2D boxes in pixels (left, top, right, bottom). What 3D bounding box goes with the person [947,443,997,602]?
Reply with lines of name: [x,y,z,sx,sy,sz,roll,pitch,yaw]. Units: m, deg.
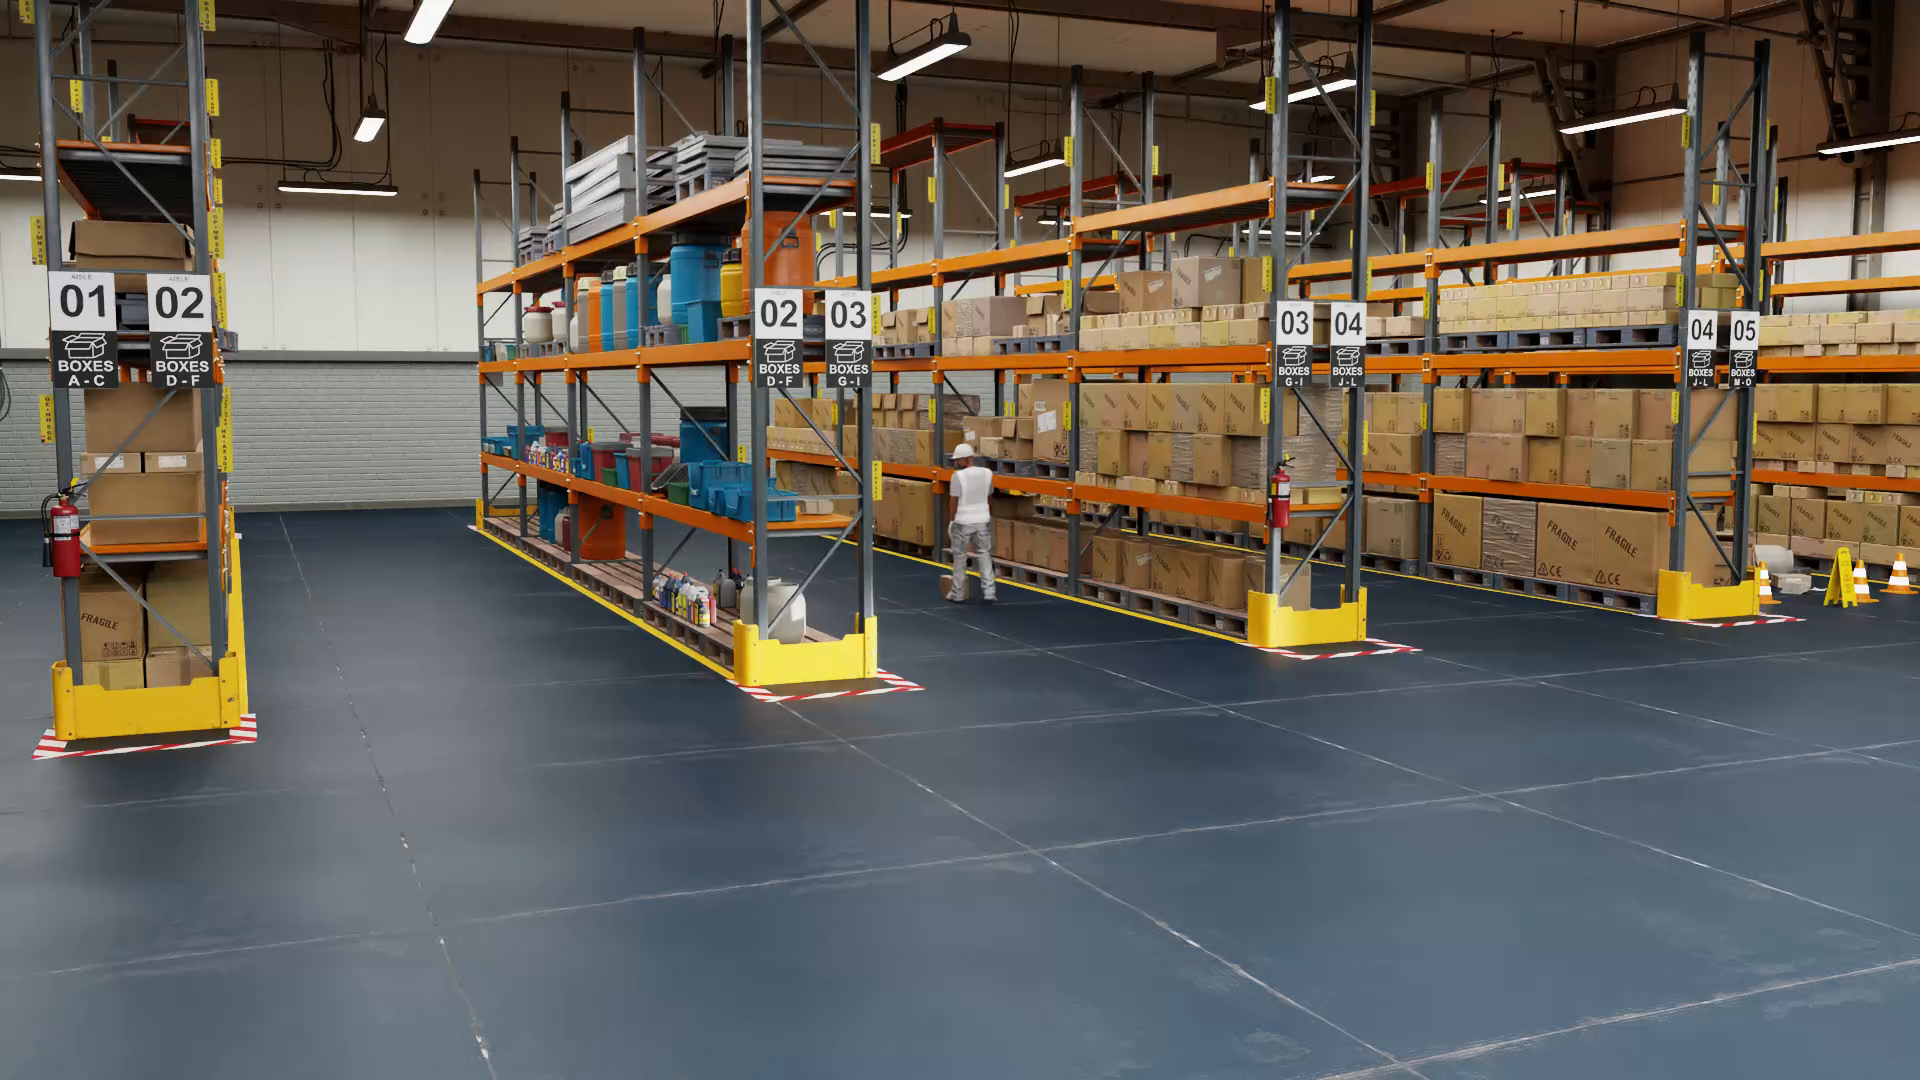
person: [0.107,-0.188,18.567,0.582,1.783,0.709,-2,6,-24]
